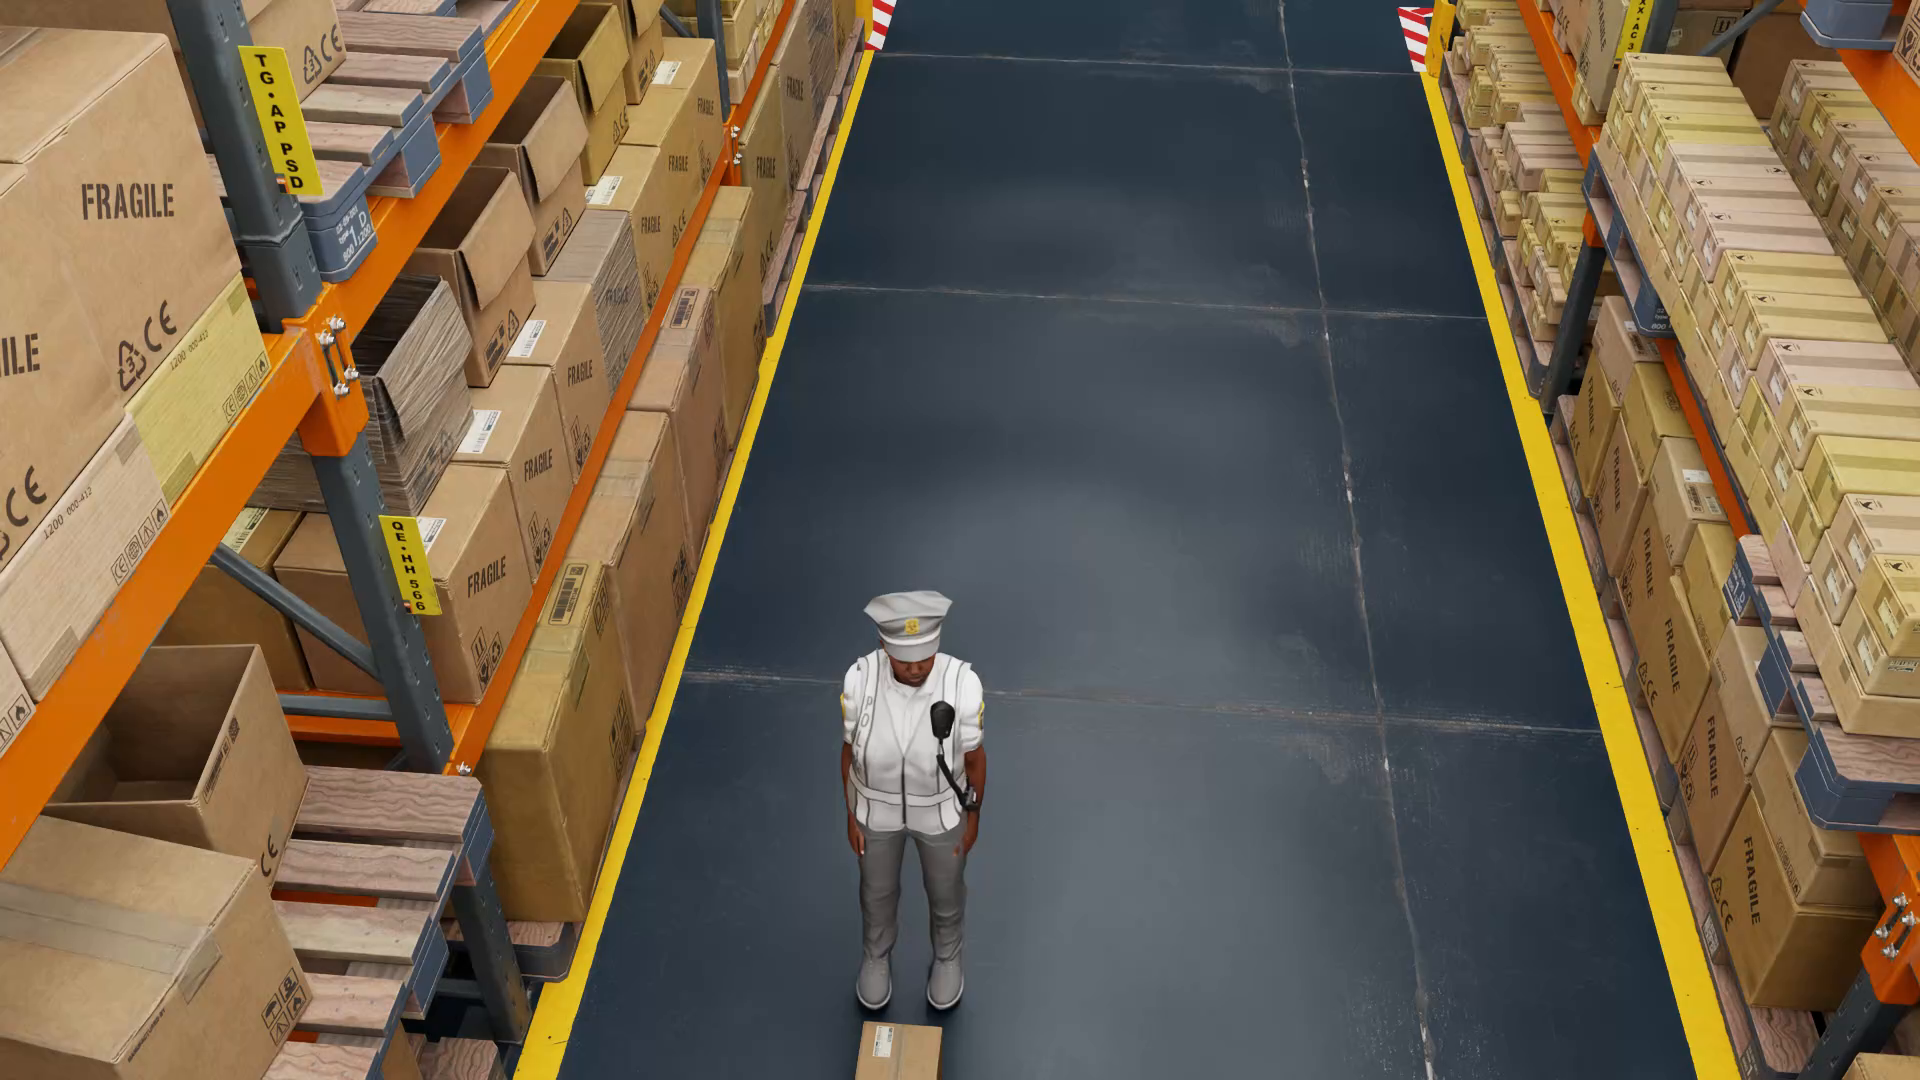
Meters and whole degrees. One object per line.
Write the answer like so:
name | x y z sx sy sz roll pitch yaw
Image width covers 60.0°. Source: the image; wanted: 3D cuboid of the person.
person | -0.142 0.828 5.137 0.440 1.697 0.350 4 40 4
